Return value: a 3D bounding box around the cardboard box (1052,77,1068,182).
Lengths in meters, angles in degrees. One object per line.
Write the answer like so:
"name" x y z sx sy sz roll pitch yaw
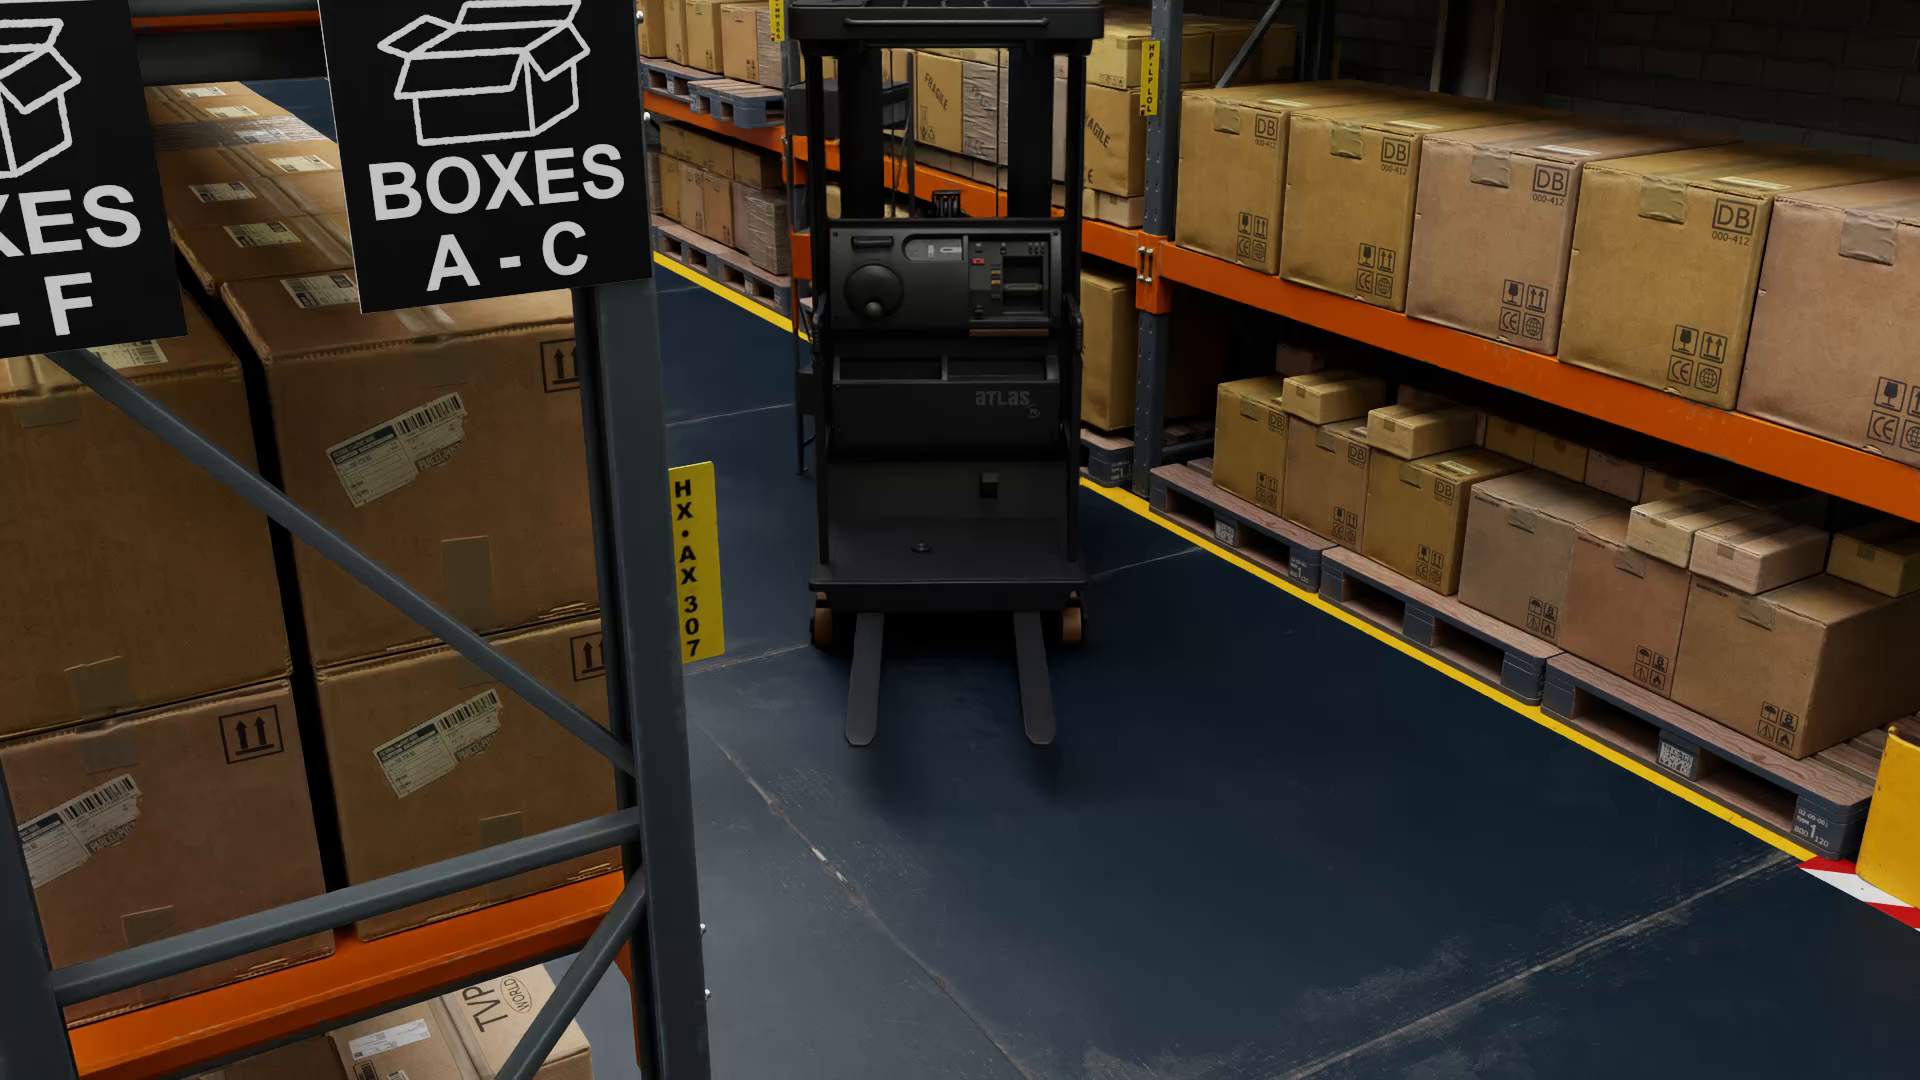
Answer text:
"cardboard box" 0.605 -2.161 8.590 0.500 0.500 0.500 -12 25 -28

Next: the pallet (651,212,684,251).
"pallet" -2.361 -2.749 14.296 1.003 0.211 1.213 -13 25 -28

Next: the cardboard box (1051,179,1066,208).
"cardboard box" 0.668 -1.821 8.615 0.380 0.149 0.250 -12 25 -27

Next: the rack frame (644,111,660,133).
"rack frame" -2.760 -4.293 14.390 1.000 3.000 0.127 -13 25 -28

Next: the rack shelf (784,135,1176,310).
"rack shelf" 0.305 -2.017 9.747 1.077 0.370 4.000 -13 25 -28

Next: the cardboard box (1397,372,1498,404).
"cardboard box" 2.123 -0.608 7.225 0.380 0.149 0.250 -14 26 -30

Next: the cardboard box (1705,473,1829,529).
"cardboard box" 2.902 -0.115 6.011 0.380 0.149 0.250 -13 25 -28

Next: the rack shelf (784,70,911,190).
"rack shelf" -0.533 -1.981 8.074 0.480 0.518 0.431 9 24 20

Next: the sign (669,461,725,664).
"sign" -0.421 0.040 2.580 0.100 0.325 0.005 -13 25 -28

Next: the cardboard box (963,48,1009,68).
"cardboard box" 0.354 -2.679 8.868 0.500 0.250 0.500 -12 25 -27

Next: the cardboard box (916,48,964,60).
"cardboard box" 0.094 -2.843 9.273 0.500 0.250 0.500 -13 26 -29

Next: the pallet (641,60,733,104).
"pallet" -1.763 -3.542 12.797 1.003 0.211 1.213 -13 25 -28

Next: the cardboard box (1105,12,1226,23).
"cardboard box" 1.042 -2.611 8.702 0.500 0.250 0.500 -12 25 -28

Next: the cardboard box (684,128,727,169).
"cardboard box" -1.873 -3.142 13.296 0.500 0.250 0.500 -13 26 -30

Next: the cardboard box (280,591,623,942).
"cardboard box" -0.887 0.305 2.945 0.500 0.500 0.500 -12 25 -27

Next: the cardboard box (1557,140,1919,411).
"cardboard box" 2.719 -0.944 5.752 0.980 0.700 0.700 -13 25 -29

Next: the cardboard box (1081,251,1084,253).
"cardboard box" 0.426 -1.375 9.507 0.750 0.750 0.750 -12 25 -27

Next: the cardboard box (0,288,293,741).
"cardboard box" -1.351 -0.055 2.503 0.500 0.500 0.500 -13 25 -29

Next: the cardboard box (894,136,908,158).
"cardboard box" -0.189 -2.414 10.075 0.380 0.149 0.250 -12 25 -27

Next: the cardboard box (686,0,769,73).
"cardboard box" -1.621 -3.798 12.454 0.700 0.500 0.500 -13 25 -28

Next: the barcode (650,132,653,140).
"barcode" -2.830 -3.708 15.261 0.001 0.075 0.075 -13 25 -28

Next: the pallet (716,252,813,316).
"pallet" -1.115 -1.960 12.352 1.003 0.211 1.213 -13 25 -28

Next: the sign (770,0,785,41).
"sign" -1.179 -3.390 10.737 0.100 0.325 0.005 -13 25 -28

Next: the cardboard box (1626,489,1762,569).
"cardboard box" 2.573 -0.042 5.832 0.380 0.149 0.250 -12 25 -27

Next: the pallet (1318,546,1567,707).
"pallet" 2.275 0.245 6.928 1.003 0.211 1.213 -13 25 -28

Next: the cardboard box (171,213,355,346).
"cardboard box" -1.161 -0.326 3.170 0.500 0.500 0.500 -12 25 -28

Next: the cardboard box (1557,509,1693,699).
"cardboard box" 2.670 0.186 6.133 0.700 0.500 0.500 -13 25 -28

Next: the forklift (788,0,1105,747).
"forklift" -0.051 -1.040 6.477 1.130 2.935 3.031 0 22 -1

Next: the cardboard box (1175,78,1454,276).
"cardboard box" 1.589 -1.664 7.522 0.980 0.700 0.700 -12 25 -27

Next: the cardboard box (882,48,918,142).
"cardboard box" -0.177 -2.653 9.800 0.500 0.500 0.500 -13 25 -28

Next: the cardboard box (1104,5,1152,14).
"cardboard box" 0.782 -2.773 9.099 0.500 0.250 0.500 -14 26 -30

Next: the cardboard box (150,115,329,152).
"cardboard box" -1.928 -0.816 4.376 0.500 0.500 0.500 -12 25 -28

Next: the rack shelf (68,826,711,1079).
"rack shelf" -1.909 0.231 4.214 1.077 0.370 4.000 -13 25 -28

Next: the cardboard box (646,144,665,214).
"cardboard box" -2.370 -3.104 14.199 0.700 0.500 0.500 -12 25 -26

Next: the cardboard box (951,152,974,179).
"cardboard box" 0.173 -2.159 9.447 0.380 0.149 0.250 -12 25 -27

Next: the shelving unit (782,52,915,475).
"shelving unit" -0.533 -1.345 8.332 0.503 2.100 0.431 9 24 20

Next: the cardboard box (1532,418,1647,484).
"cardboard box" 2.513 -0.361 6.616 0.380 0.149 0.250 -12 25 -28

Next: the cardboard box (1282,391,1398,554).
"cardboard box" 1.874 -0.315 7.364 0.700 0.500 0.500 -13 25 -29

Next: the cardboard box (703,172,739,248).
"cardboard box" -1.571 -2.612 12.988 0.700 0.500 0.500 -13 25 -29

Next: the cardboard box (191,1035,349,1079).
"cardboard box" -1.377 1.371 3.190 0.500 0.500 0.500 -13 25 -28
